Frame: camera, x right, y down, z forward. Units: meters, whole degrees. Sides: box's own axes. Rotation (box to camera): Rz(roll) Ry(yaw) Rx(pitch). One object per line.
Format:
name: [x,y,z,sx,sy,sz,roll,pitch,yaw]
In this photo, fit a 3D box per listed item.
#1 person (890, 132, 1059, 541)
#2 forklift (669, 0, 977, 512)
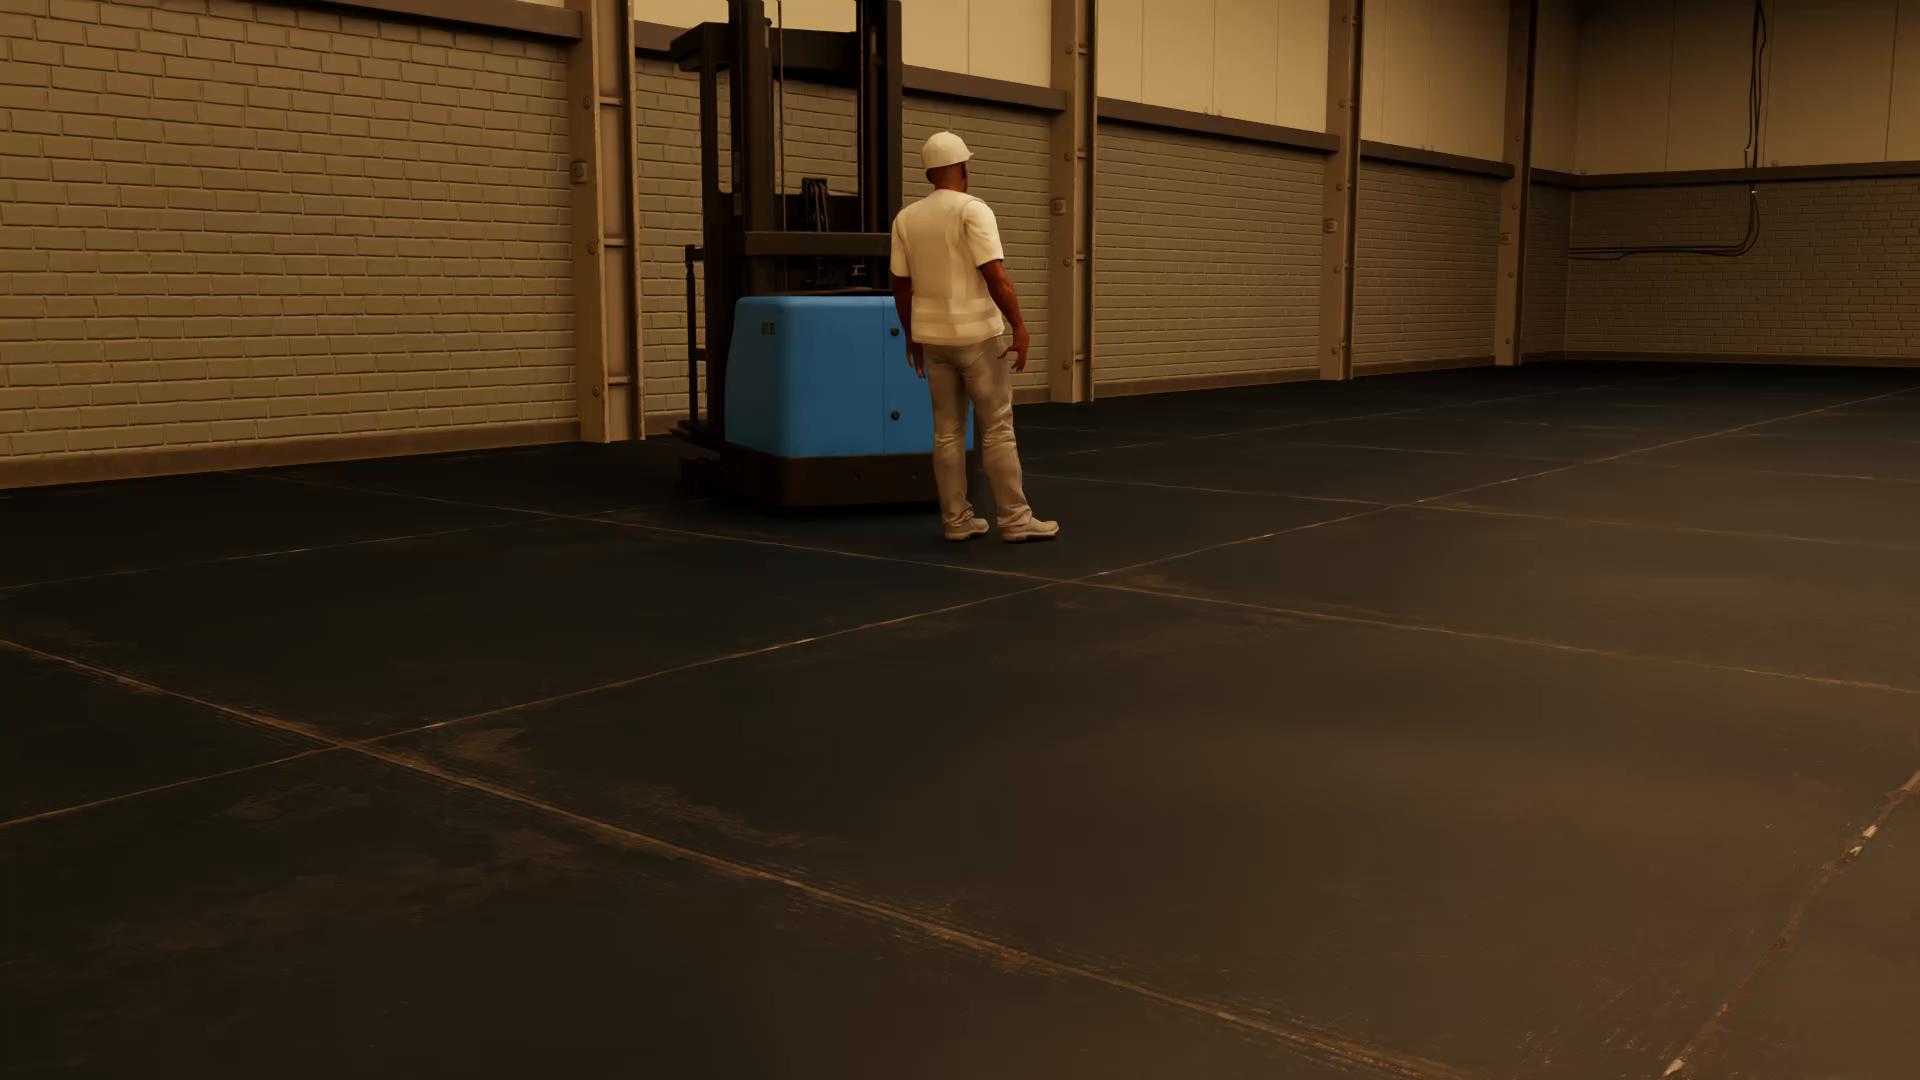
person: [0.048,-0.888,7.327,0.665,1.769,0.574,7,11,38]
forklift: [-0.964,-1.762,9.320,1.130,2.935,3.031,-4,9,-23]
